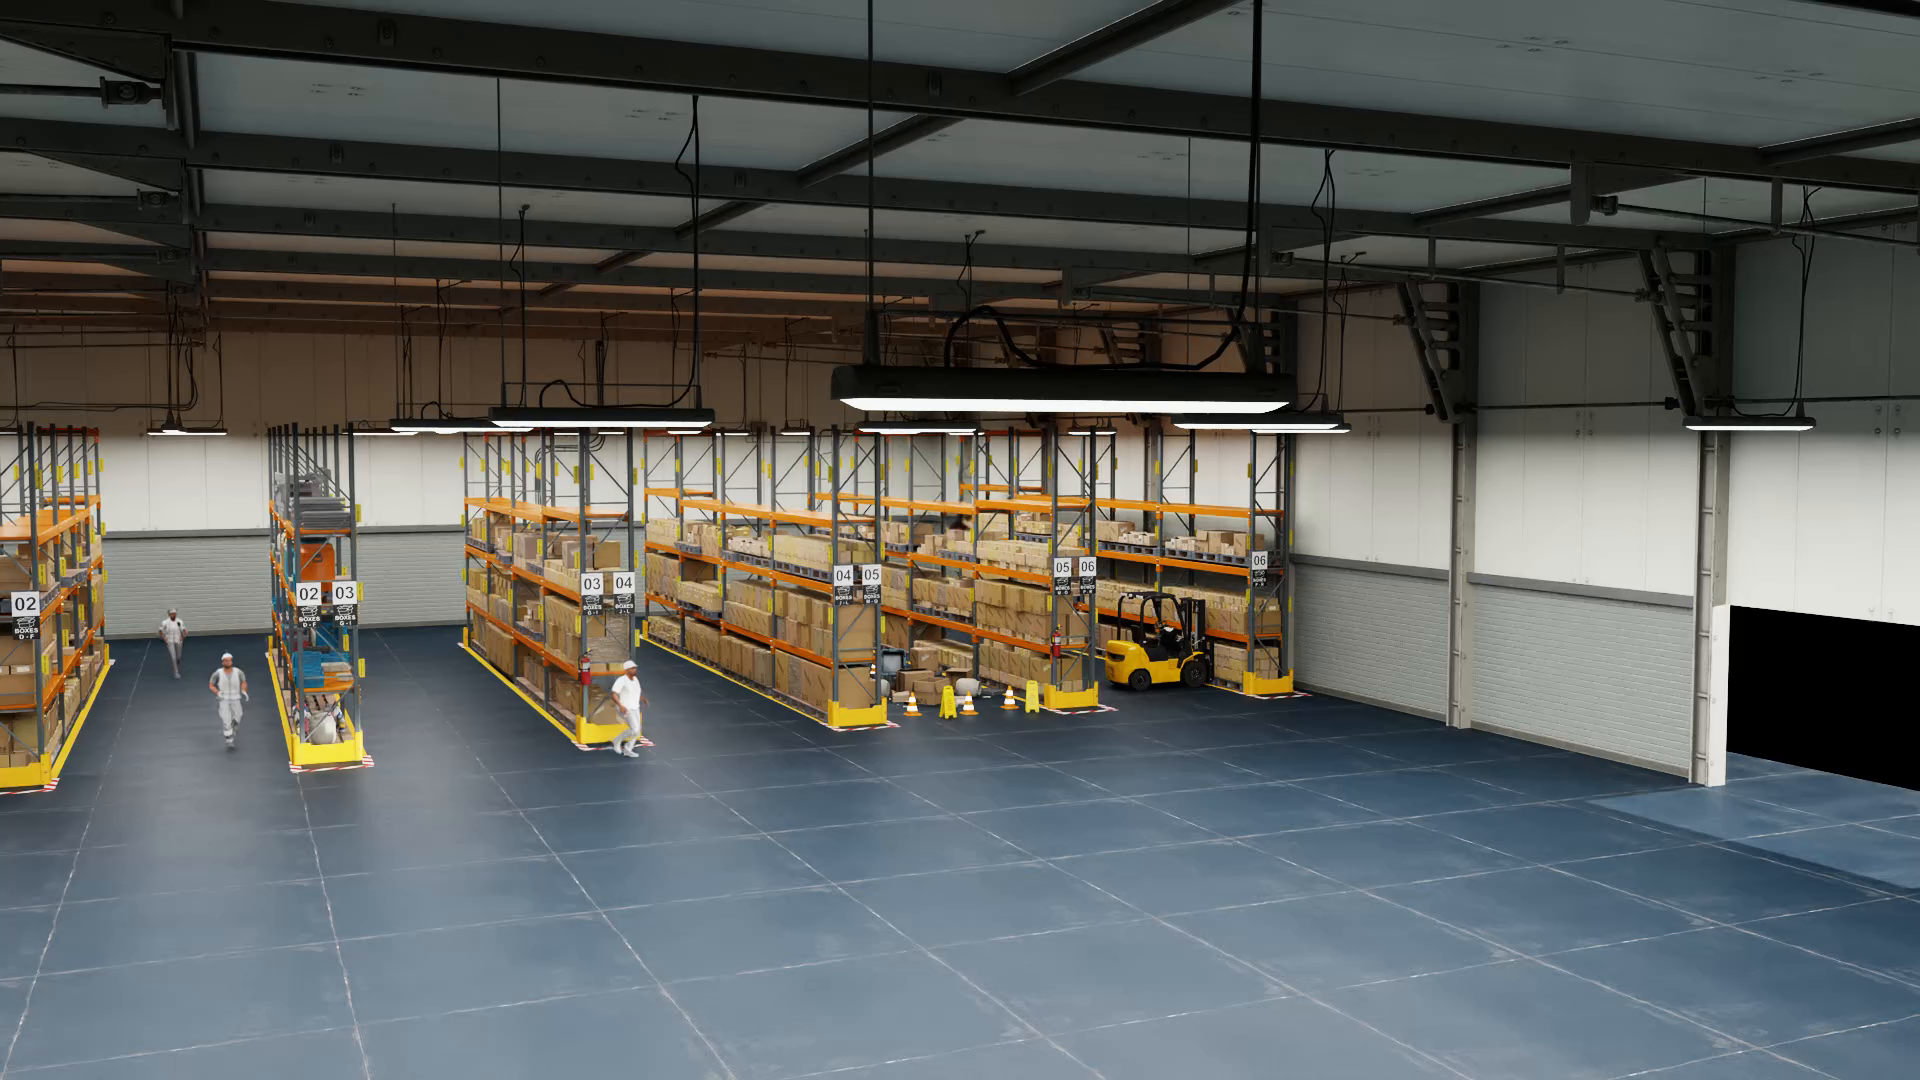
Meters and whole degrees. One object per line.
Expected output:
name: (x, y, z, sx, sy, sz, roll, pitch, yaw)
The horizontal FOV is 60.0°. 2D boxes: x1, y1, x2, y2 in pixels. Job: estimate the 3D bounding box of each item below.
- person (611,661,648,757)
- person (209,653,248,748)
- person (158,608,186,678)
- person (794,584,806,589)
person: (-5.952, 3.032, 29.929, 0.578, 1.731, 0.715, 1, 4, 19)
person: (-13.574, 2.972, 30.872, 0.657, 1.740, 0.600, -2, 4, -32)
person: (-18.916, 2.461, 39.958, 0.598, 1.686, 0.695, -3, 4, -37)
person: (-4.956, 1.756, 50.988, 0.644, 1.733, 0.734, 0, 3, -4)
